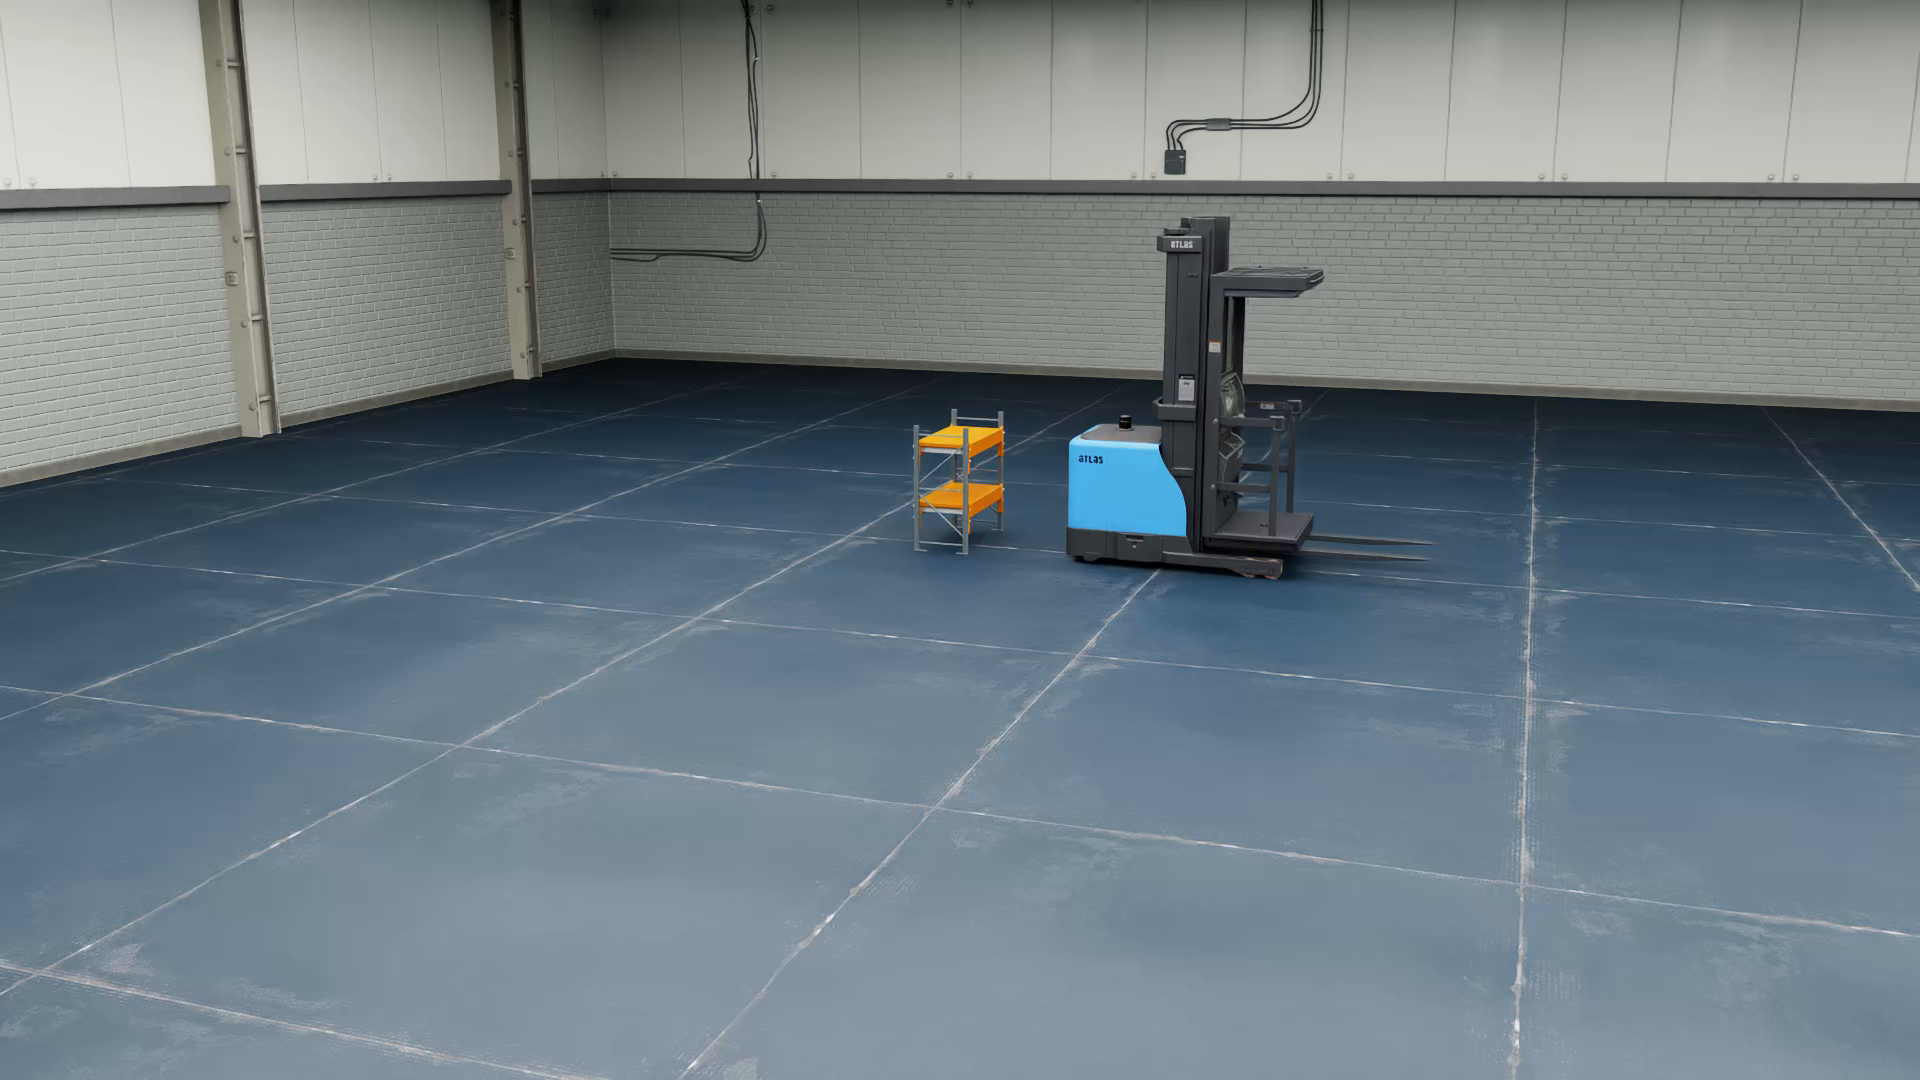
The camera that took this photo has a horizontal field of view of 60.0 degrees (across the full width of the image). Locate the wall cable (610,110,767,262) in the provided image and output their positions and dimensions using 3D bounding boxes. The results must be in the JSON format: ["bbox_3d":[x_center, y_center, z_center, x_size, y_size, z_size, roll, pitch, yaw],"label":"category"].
[{"bbox_3d":[-4.733,-6.003,28.305,3.097,2.526,0.112,4,14,18],"label":"wall cable"}]

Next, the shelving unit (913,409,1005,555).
[{"bbox_3d":[-0.002,-0.547,15.119,0.538,1.125,1.048,4,14,18],"label":"shelving unit"}]

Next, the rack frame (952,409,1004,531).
[{"bbox_3d":[0.162,-0.654,15.588,0.500,1.125,0.032,4,14,18],"label":"rack frame"}]

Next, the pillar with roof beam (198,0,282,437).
[{"bbox_3d":[-4.806,-5.418,18.766,9.100,9.000,0.400,4,14,18],"label":"pillar with roof beam"}]

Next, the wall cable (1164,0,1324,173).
[{"bbox_3d":[4.244,-8.488,24.572,2.305,6.003,0.169,4,14,18],"label":"wall cable"}]

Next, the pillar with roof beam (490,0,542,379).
[{"bbox_3d":[-2.864,-6.682,24.301,9.100,9.000,0.400,4,14,18],"label":"pillar with roof beam"}]

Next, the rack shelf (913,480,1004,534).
[{"bbox_3d":[-0.002,-0.309,15.173,0.538,0.278,1.000,4,14,18],"label":"rack shelf"}]

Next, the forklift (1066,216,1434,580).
[{"bbox_3d":[2.496,-1.233,14.064,3.031,2.935,1.130,4,14,19],"label":"forklift"}]

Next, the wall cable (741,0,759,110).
[{"bbox_3d":[-2.174,-8.270,26.890,3.097,2.526,0.112,4,14,18],"label":"wall cable"}]

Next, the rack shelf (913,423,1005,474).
[{"bbox_3d":[-0.002,-0.832,15.053,0.538,0.278,1.000,4,14,18],"label":"rack shelf"}]

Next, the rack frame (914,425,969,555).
[{"bbox_3d":[-0.167,-0.440,14.650,0.500,1.125,0.032,4,14,18],"label":"rack frame"}]
